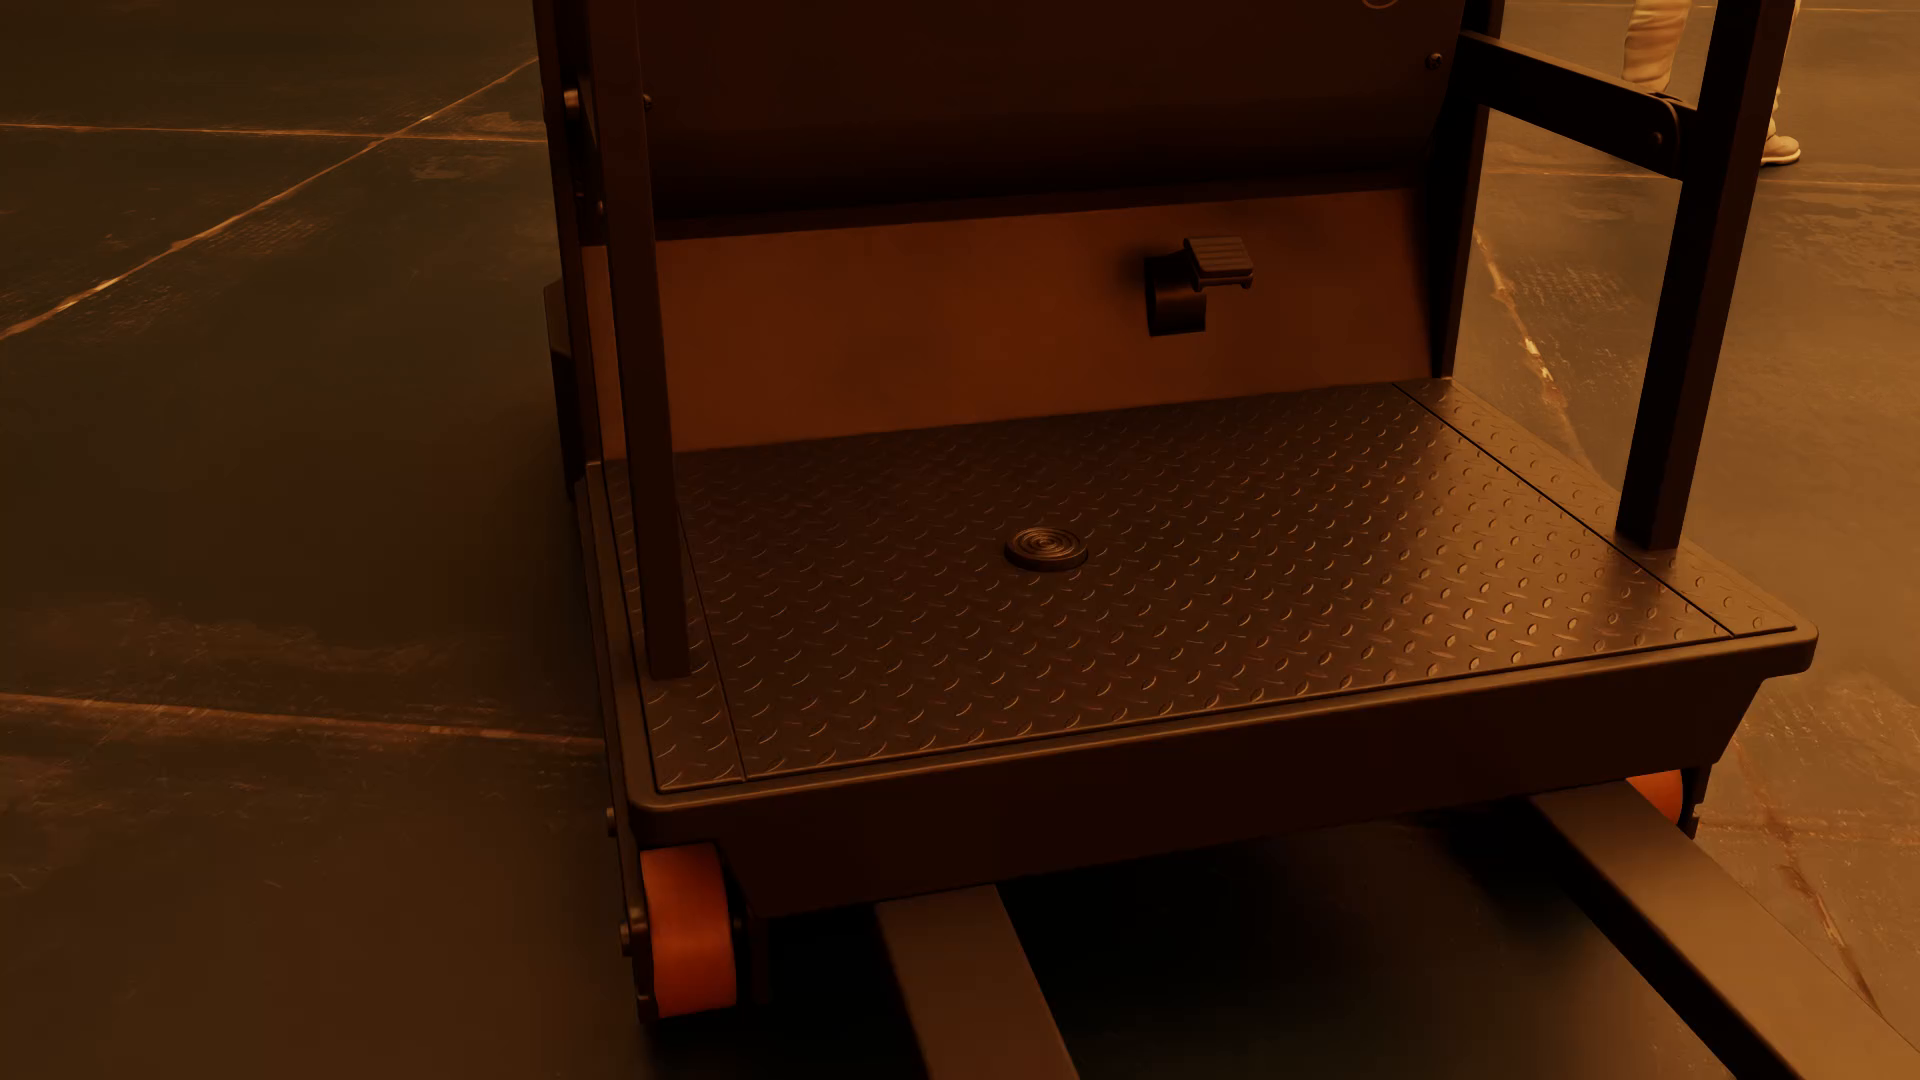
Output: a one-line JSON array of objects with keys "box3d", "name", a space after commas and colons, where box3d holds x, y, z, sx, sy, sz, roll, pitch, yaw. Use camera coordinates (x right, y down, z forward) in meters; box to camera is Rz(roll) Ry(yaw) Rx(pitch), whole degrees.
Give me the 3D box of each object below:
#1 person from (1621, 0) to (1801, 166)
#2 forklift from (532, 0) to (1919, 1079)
[{"box3d": [2.045, -1.841, 4.327, 0.563, 1.667, 0.463, 20, 33, 34], "name": "person"}, {"box3d": [0.153, -1.049, 1.319, 1.130, 2.935, 3.031, -7, 27, -13], "name": "forklift"}]
